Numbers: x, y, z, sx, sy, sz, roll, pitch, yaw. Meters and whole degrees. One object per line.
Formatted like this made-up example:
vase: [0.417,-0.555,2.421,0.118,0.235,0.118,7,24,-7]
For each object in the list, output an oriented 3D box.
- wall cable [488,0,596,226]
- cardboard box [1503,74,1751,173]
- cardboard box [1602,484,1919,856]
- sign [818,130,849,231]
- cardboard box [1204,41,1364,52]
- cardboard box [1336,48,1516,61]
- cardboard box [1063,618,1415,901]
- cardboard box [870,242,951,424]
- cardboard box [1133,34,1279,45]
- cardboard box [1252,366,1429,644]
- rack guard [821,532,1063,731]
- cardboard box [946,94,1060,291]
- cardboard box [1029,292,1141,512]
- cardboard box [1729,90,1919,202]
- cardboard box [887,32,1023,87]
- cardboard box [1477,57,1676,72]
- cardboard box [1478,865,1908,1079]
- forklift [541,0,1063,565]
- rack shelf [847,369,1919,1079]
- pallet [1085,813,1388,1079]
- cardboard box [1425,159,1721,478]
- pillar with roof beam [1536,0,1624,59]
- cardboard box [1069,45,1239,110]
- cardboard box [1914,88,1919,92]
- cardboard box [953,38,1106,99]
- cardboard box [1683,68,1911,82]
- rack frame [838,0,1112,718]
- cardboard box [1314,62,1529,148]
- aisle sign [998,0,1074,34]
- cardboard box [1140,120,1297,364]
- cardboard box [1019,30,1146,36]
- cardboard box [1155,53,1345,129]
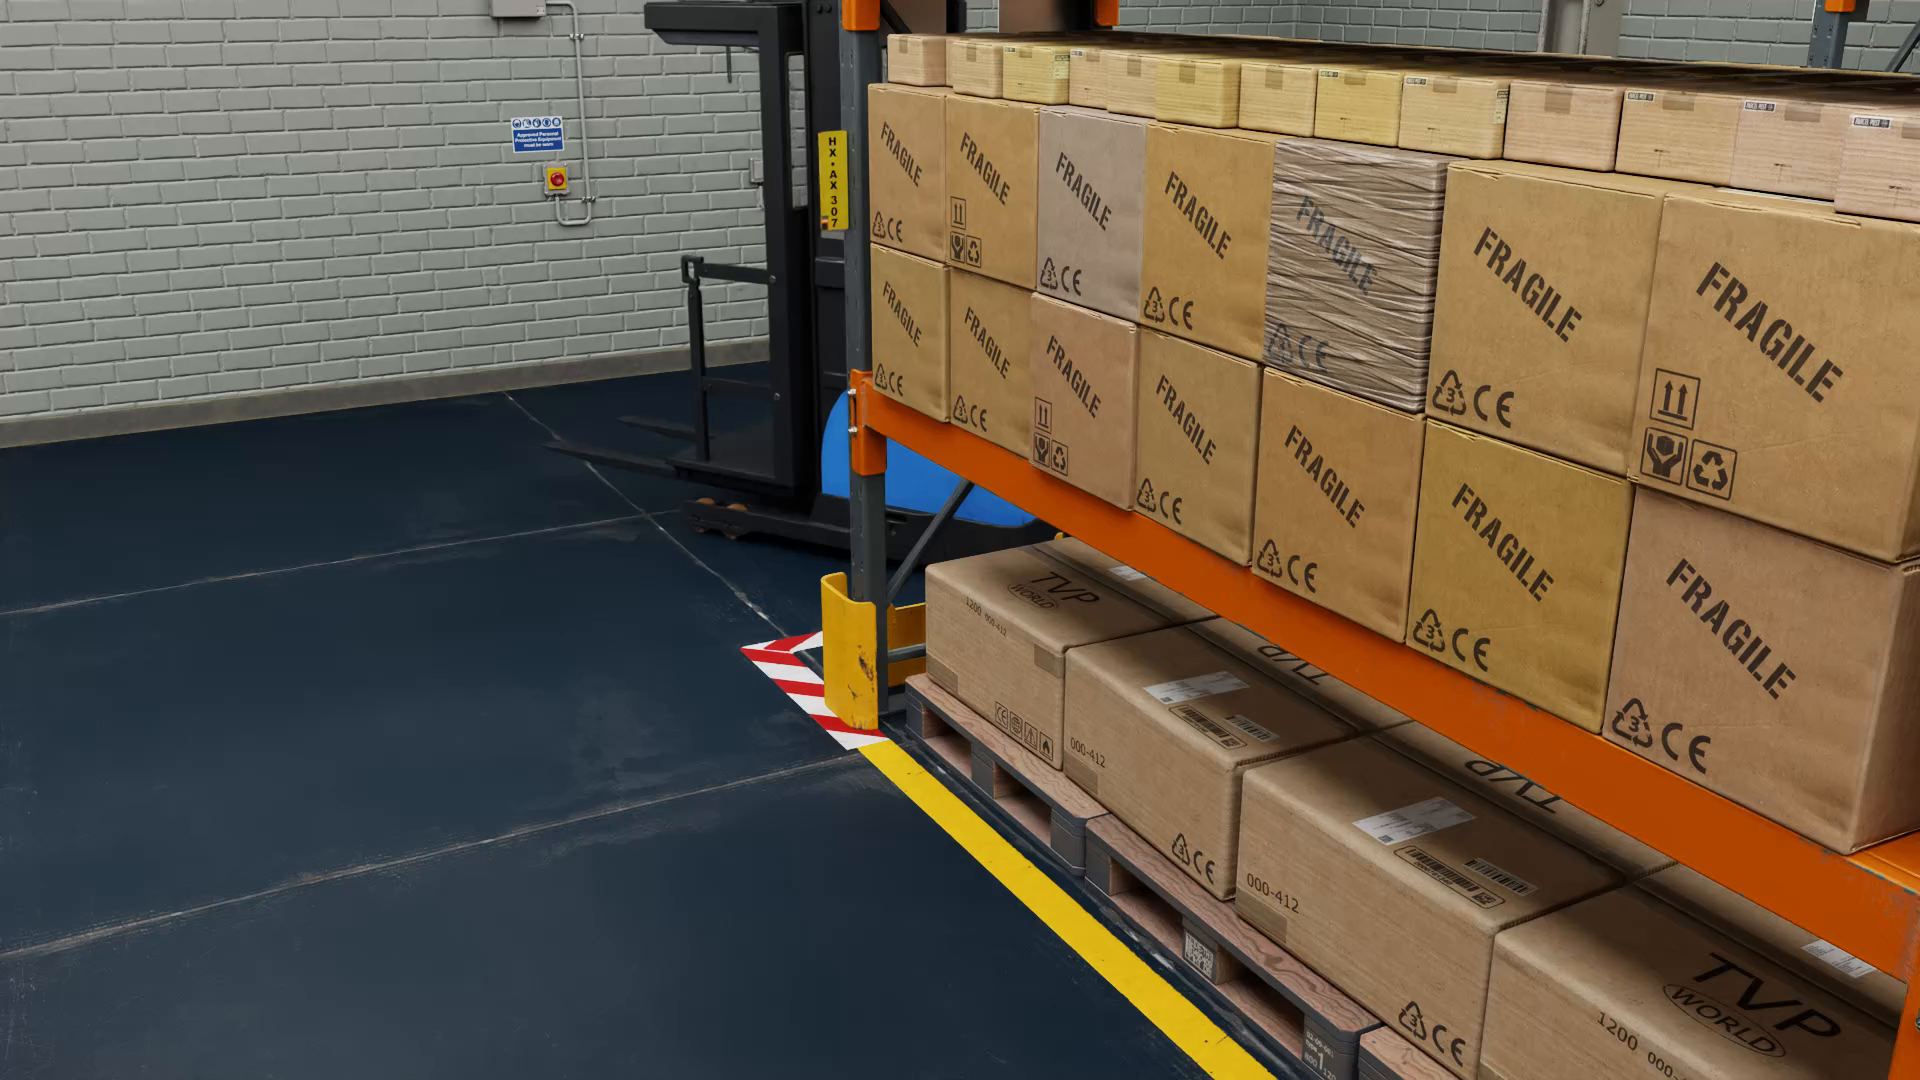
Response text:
wall cable: [-2.630,-2.953,10.484,0.585,1.953,0.123,-10,21,-27]
cardboard box: [1.265,-0.795,3.157,0.380,0.149,0.250,-10,21,-27]
cardboard box: [1.522,0.165,2.901,0.500,0.500,0.500,-10,21,-26]
sign: [-0.423,-1.205,5.576,0.100,0.325,0.005,-10,21,-27]
cardboard box: [0.898,-1.302,4.626,0.380,0.149,0.250,-10,22,-27]
cardboard box: [1.177,-1.161,4.217,0.380,0.149,0.250,-9,21,-25]
cardboard box: [0.911,0.606,5.062,0.875,0.438,0.875,-9,21,-25]
cardboard box: [0.043,-0.707,5.430,0.500,0.500,0.500,-10,21,-27]
cardboard box: [0.753,-1.467,5.103,0.380,0.149,0.250,-10,22,-27]
cardboard box: [1.021,-0.124,3.739,0.500,0.500,0.500,-10,22,-27]
rack guard: [0.057,0.332,6.402,1.175,0.500,0.348,-10,21,-27]
cardboard box: [0.297,-1.033,4.841,0.500,0.500,0.500,-11,22,-28]
cardboard box: [0.534,-0.418,4.590,0.500,0.500,0.500,-10,21,-27]
cardboard box: [1.511,-0.652,2.743,0.380,0.149,0.250,-9,21,-25]
cardboard box: [-0.007,-1.524,5.270,0.380,0.149,0.250,-9,21,-26]
cardboard box: [1.395,-1.010,3.781,0.380,0.149,0.250,-10,21,-27]
cardboard box: [1.764,1.122,3.567,0.875,0.438,0.875,-10,22,-27]
forklift: [-0.780,-1.531,8.075,3.031,2.935,1.130,11,22,29]
rack shelf: [1.018,0.072,4.428,1.077,0.370,4.000,-10,21,-27]
pallet: [1.092,1.043,4.785,1.003,0.211,1.213,-10,21,-27]
cardboard box: [1.266,-0.454,3.162,0.500,0.500,0.500,-10,22,-27]
pillar with roof beam: [0.159,-4.695,7.942,9.100,9.000,0.400,-10,21,-27]
cardboard box: [0.514,-1.228,4.410,0.380,0.149,0.250,-10,21,-26]
cardboard box: [1.910,-0.723,2.946,0.380,0.149,0.250,-10,21,-26]
cardboard box: [0.202,-1.368,4.816,0.380,0.149,0.250,-9,21,-25]
cardboard box: [1.687,-0.870,3.375,0.380,0.149,0.250,-10,21,-27]
rack frame: [0.068,-0.842,5.974,1.000,3.000,0.127,-10,21,-27]
cardboard box: [0.990,-0.937,3.567,0.380,0.149,0.250,-10,22,-28]
aisle sign: [0.307,-2.140,5.749,0.394,0.787,0.004,-10,21,-27]
cardboard box: [0.786,-0.744,4.002,0.500,0.500,0.500,-10,21,-26]
cardboard box: [0.415,-1.597,5.480,0.380,0.149,0.250,-10,21,-26]
cardboard box: [0.692,-1.073,3.960,0.380,0.149,0.250,-11,22,-28]
